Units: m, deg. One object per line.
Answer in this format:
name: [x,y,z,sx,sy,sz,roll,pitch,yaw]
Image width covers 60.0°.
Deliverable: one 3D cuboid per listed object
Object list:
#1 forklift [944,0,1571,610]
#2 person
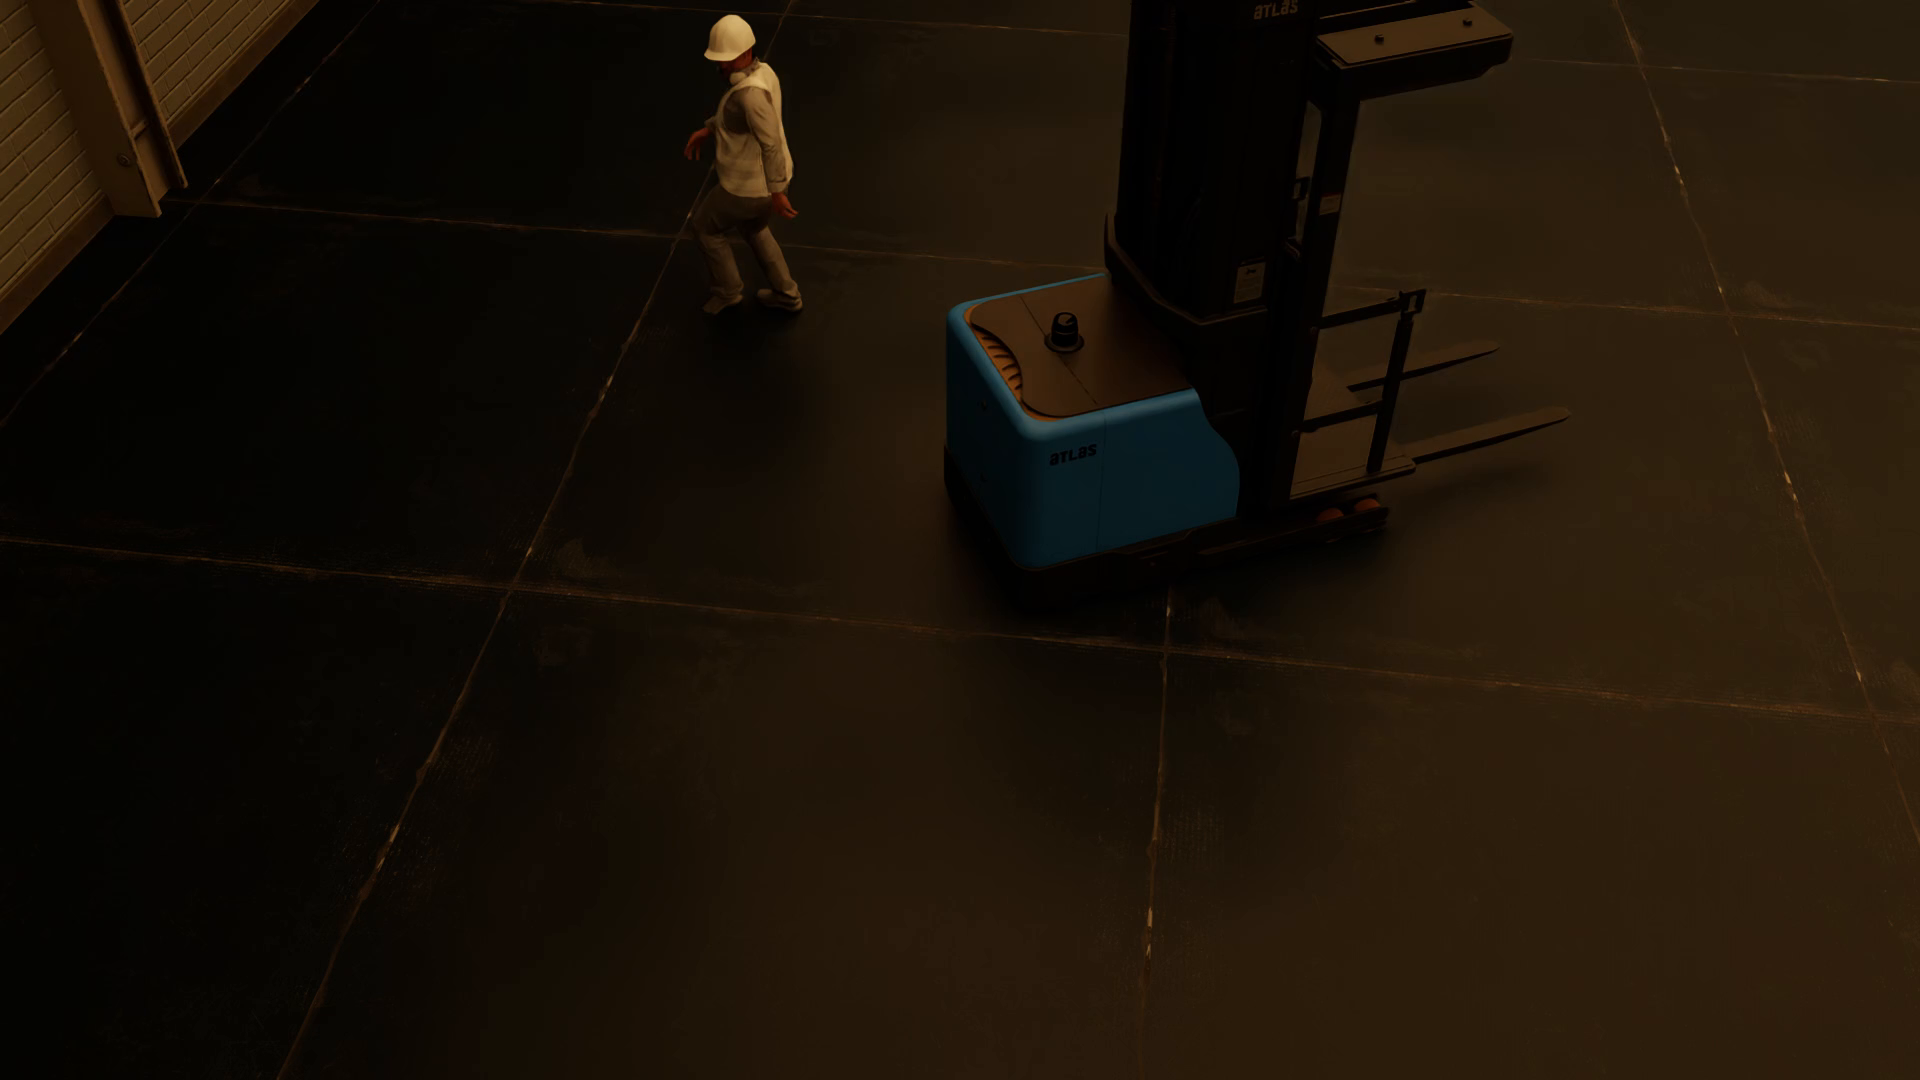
forklift: [1.495,-1.387,7.234,3.031,2.935,1.130,-14,44,-15]
person: [-1.090,-1.896,8.738,0.770,1.771,0.621,16,45,16]
